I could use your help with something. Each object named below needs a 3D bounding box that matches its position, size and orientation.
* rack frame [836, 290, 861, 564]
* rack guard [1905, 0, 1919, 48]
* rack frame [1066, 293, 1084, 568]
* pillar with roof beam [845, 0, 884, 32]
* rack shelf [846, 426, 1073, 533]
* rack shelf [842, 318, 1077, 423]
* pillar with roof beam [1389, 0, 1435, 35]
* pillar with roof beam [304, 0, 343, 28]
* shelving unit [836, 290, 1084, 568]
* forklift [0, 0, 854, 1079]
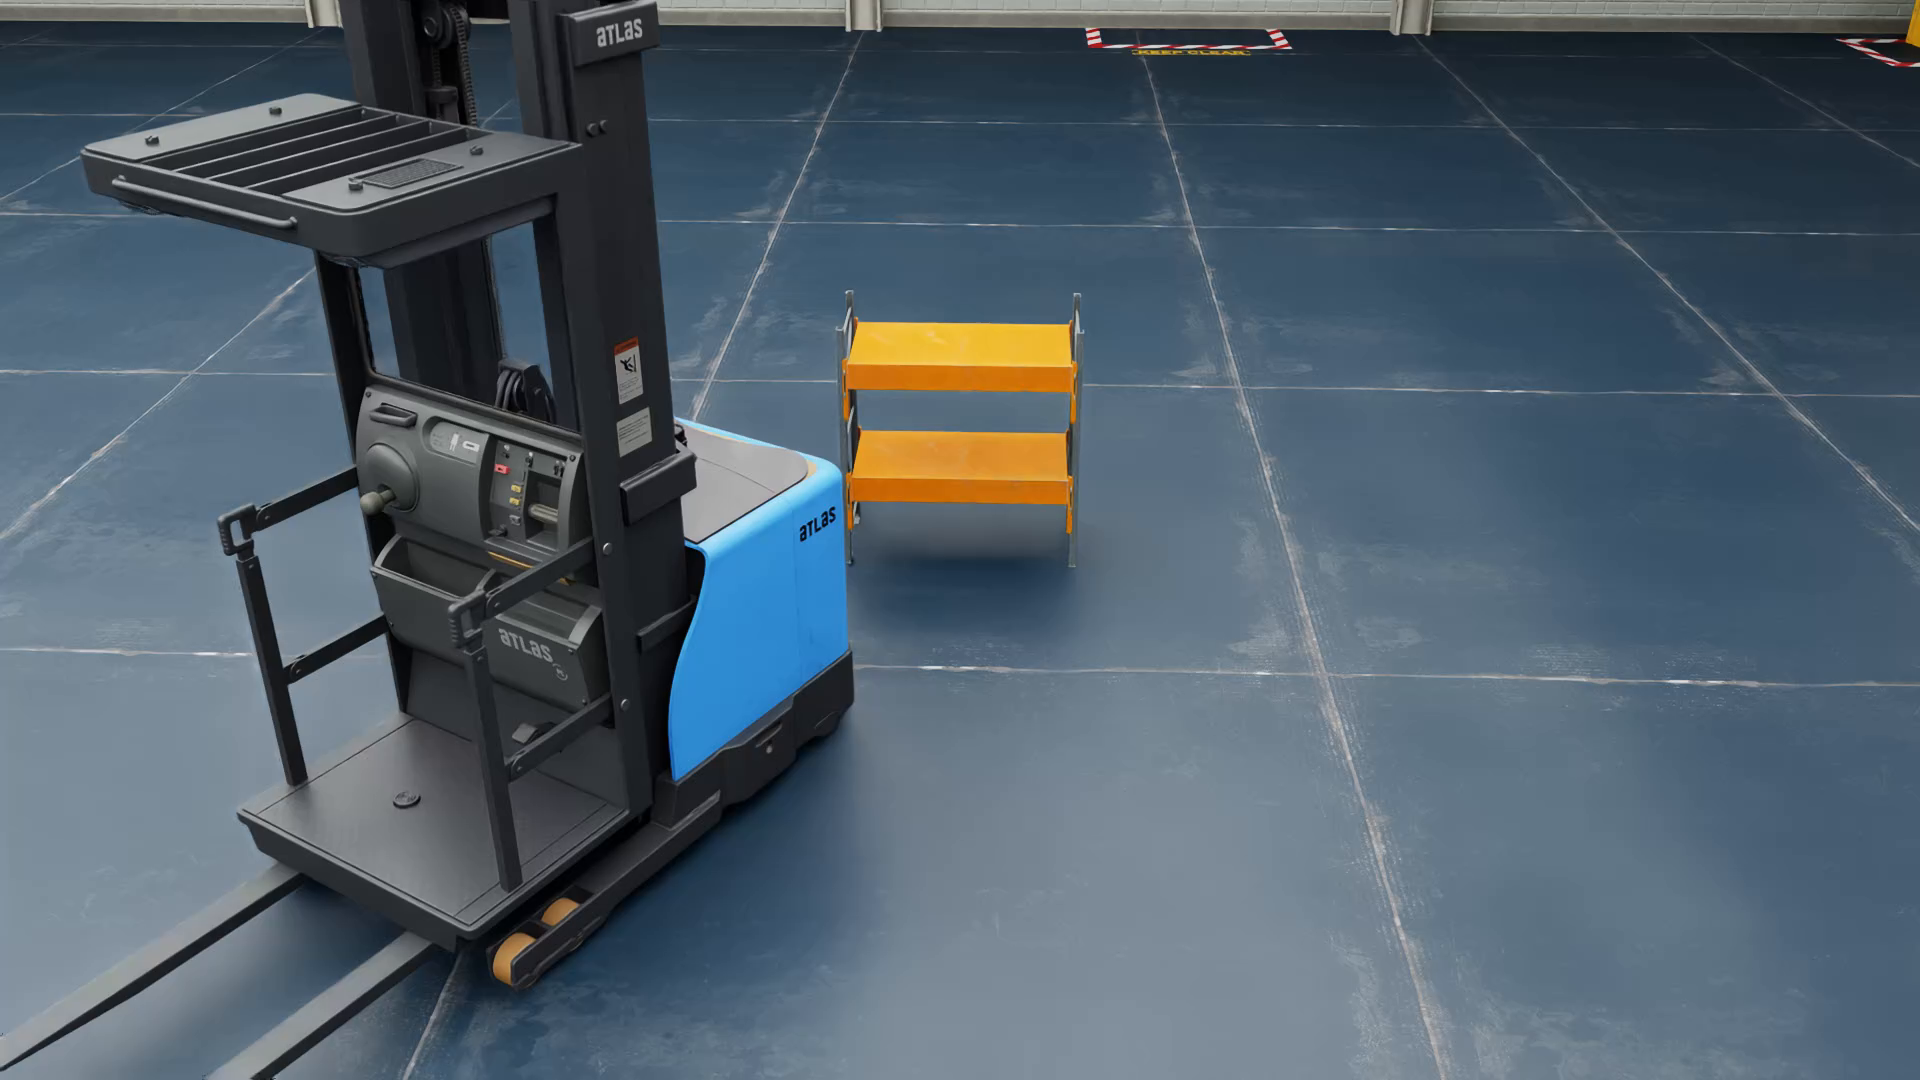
[{"bbox_3d":[-0.501,-0.505,7.502,0.032,1.125,0.500,1,28,2],"label":"rack frame"},{"bbox_3d":[10.282,-5.305,17.223,0.348,0.500,1.175,1,28,2],"label":"rack guard"},{"bbox_3d":[0.515,-0.488,7.470,0.032,1.125,0.500,1,28,2],"label":"rack frame"},{"bbox_3d":[-1.209,-7.638,12.550,0.400,9.000,9.100,1,28,2],"label":"pillar with roof beam"},{"bbox_3d":[0.007,-0.281,7.601,1.000,0.278,0.538,1,28,2],"label":"rack shelf"},{"bbox_3d":[0.007,-0.755,7.349,1.000,0.278,0.538,1,28,2],"label":"rack shelf"},{"bbox_3d":[4.788,-7.539,12.363,0.400,9.000,9.100,1,28,2],"label":"pillar with roof beam"},{"bbox_3d":[-7.205,-7.737,12.737,0.400,9.000,9.100,1,28,2],"label":"pillar with roof beam"},{"bbox_3d":[0.007,-0.497,7.486,1.048,1.125,0.538,1,28,2],"label":"shelving unit"},{"bbox_3d":[-1.625,-0.162,4.926,1.130,2.935,3.031,17,32,28],"label":"forklift"}]
